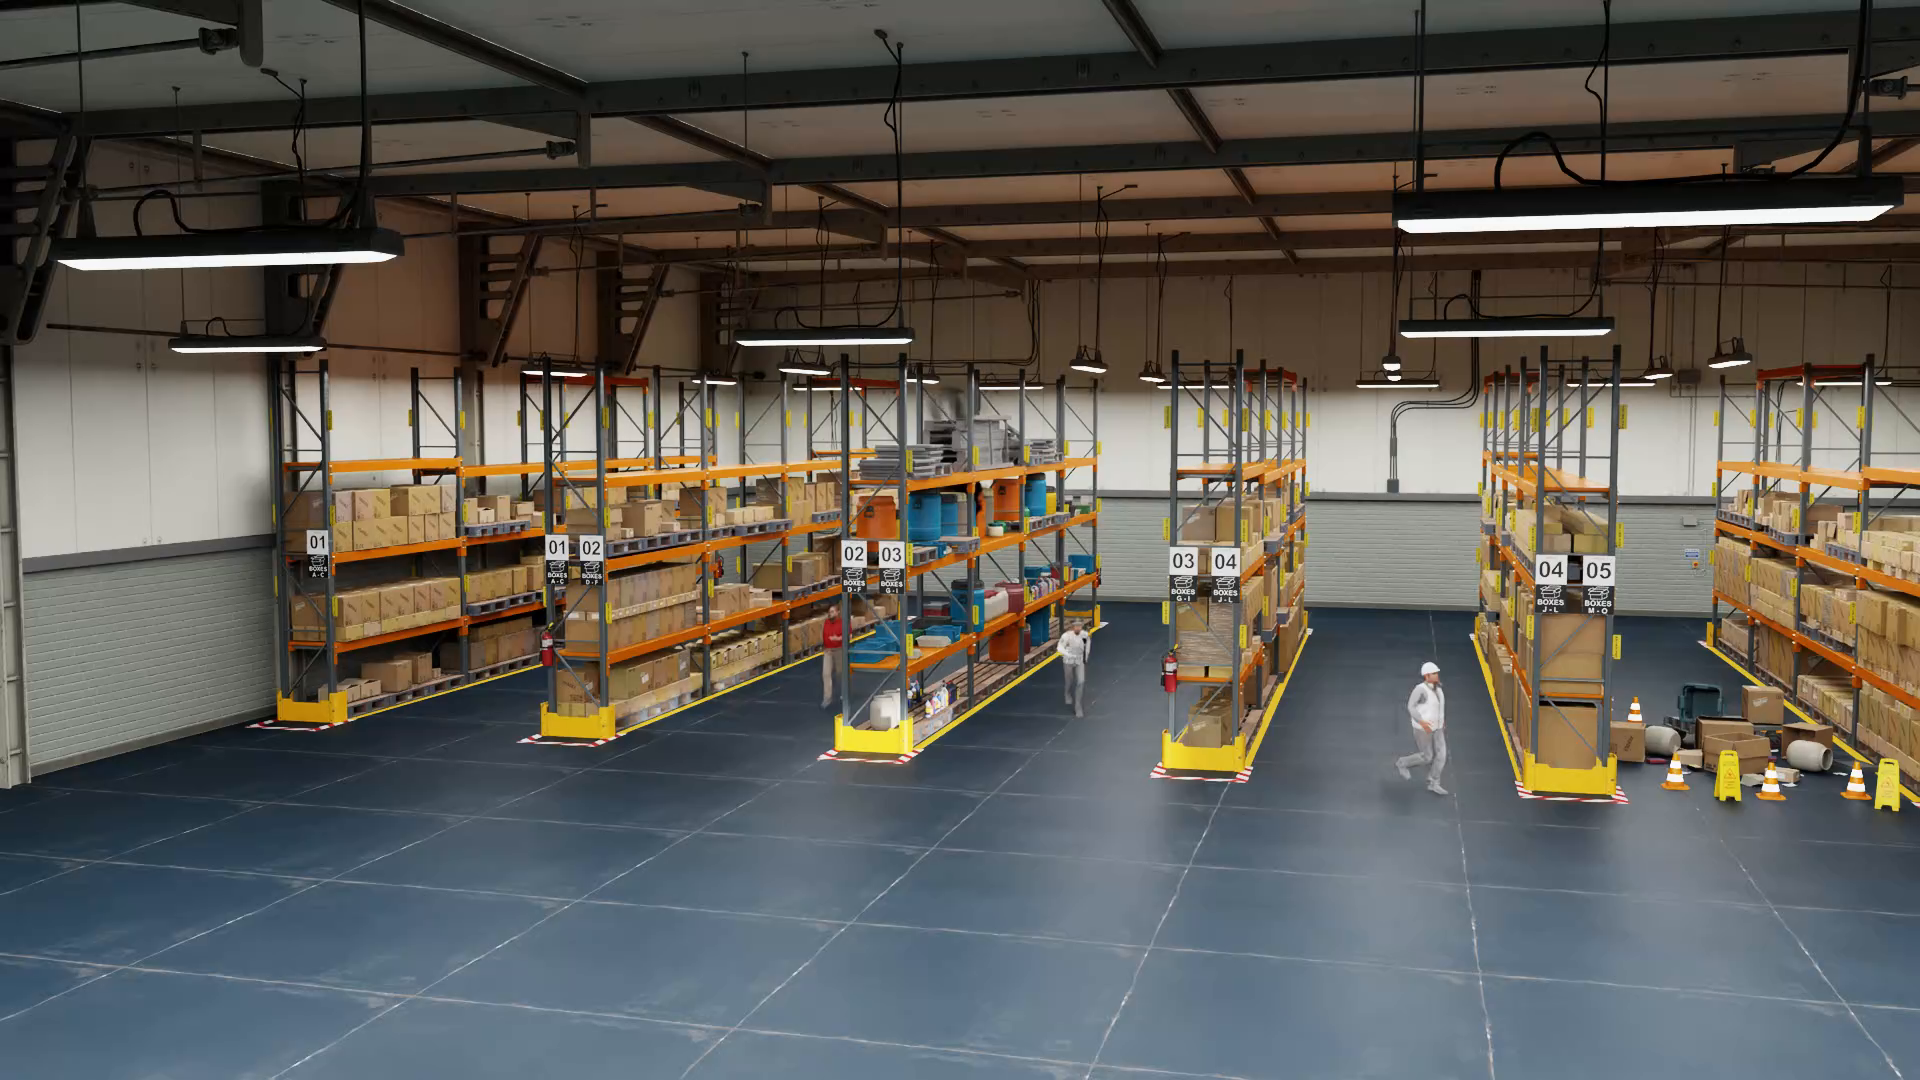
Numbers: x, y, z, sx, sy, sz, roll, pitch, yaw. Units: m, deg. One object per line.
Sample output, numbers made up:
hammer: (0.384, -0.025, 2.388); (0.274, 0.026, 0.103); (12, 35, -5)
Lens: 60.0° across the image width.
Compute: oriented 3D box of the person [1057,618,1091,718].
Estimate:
person: (1.943, 2.134, 28.446); (0.618, 1.686, 1.057); (0, 4, -6)

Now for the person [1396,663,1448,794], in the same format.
person: (6.285, 2.525, 22.516); (0.680, 1.762, 0.752); (-3, 5, -36)

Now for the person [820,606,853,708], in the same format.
person: (-2.164, 2.043, 29.283); (0.636, 1.780, 0.878); (2, 4, 21)
